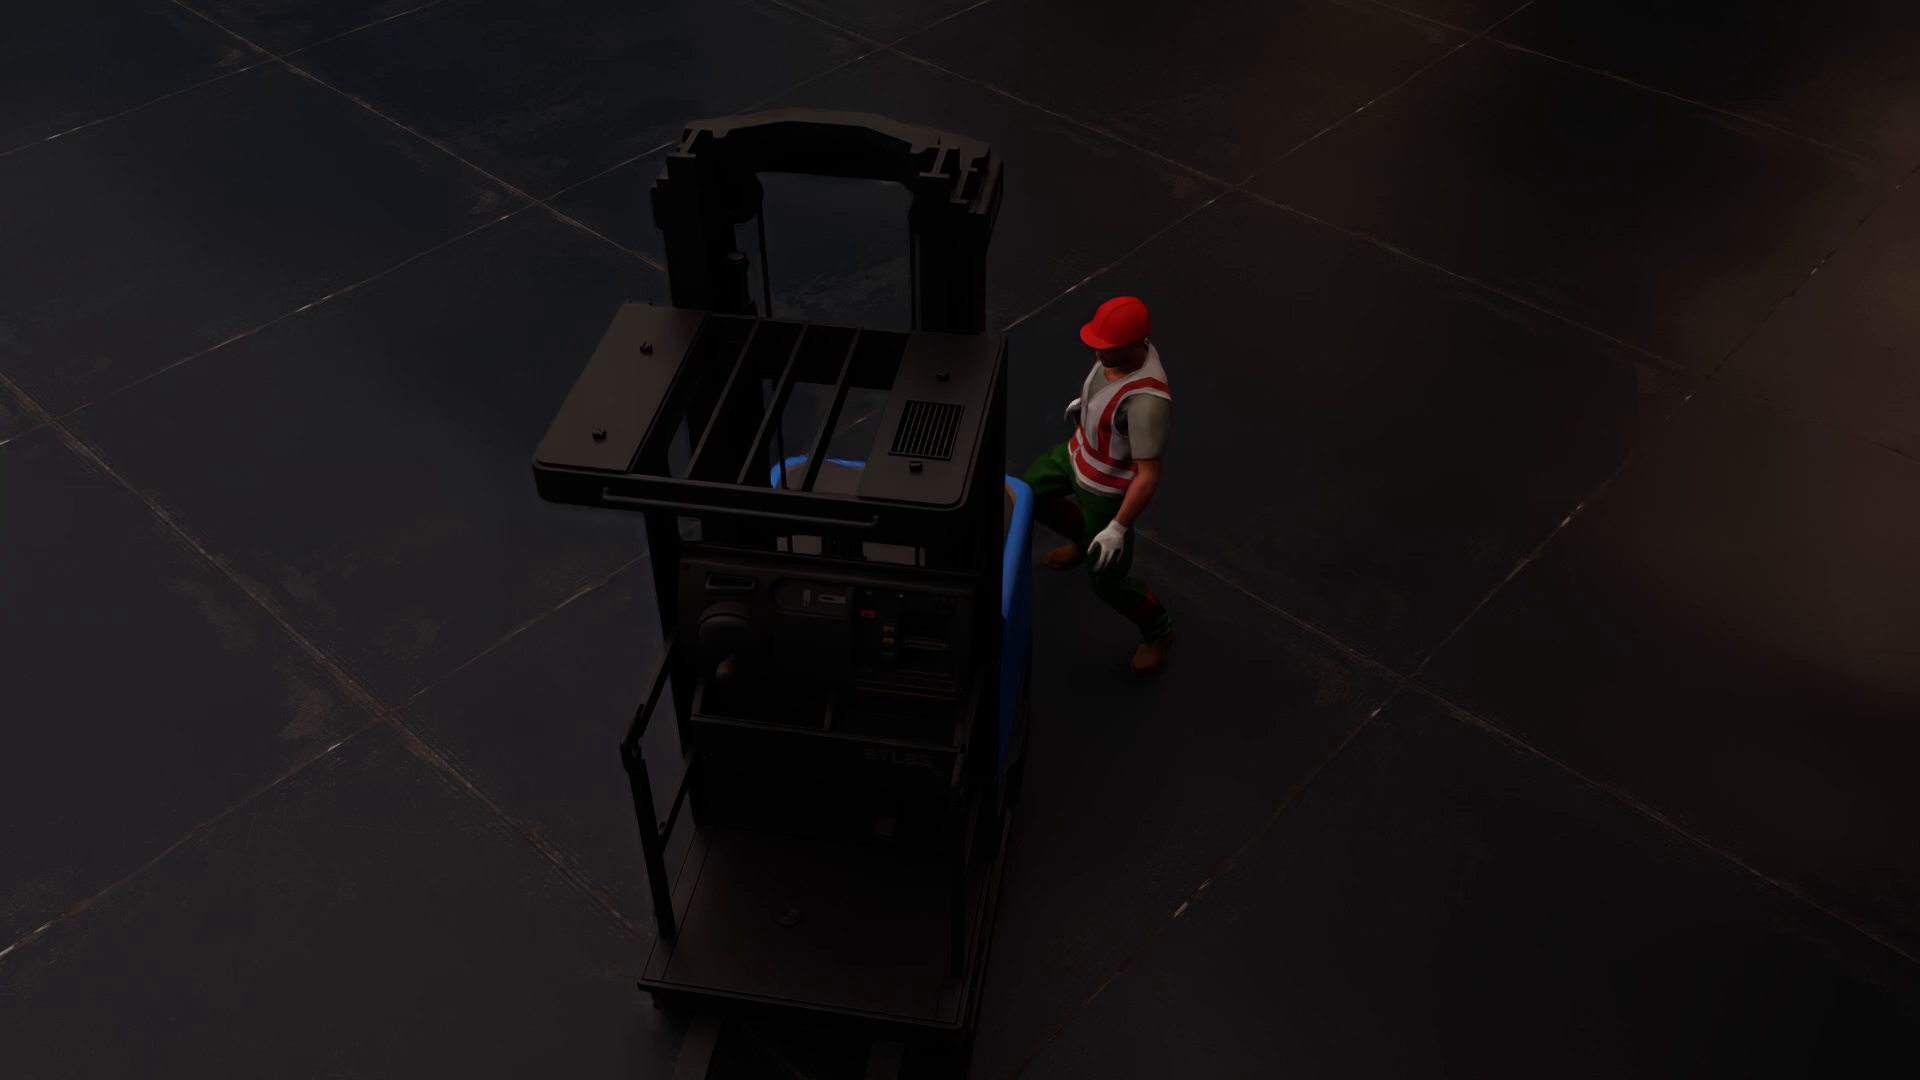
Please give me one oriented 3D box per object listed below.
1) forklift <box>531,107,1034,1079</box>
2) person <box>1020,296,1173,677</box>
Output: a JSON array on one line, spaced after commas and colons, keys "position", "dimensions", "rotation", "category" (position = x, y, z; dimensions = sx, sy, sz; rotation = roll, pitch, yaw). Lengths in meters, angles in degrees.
[{"position": [-0.453, 0.360, 5.008], "dimensions": [1.130, 2.935, 3.031], "rotation": [6, 41, 7], "category": "forklift"}, {"position": [0.581, -0.291, 6.753], "dimensions": [0.600, 1.669, 0.968], "rotation": [-8, 41, -9], "category": "person"}]
